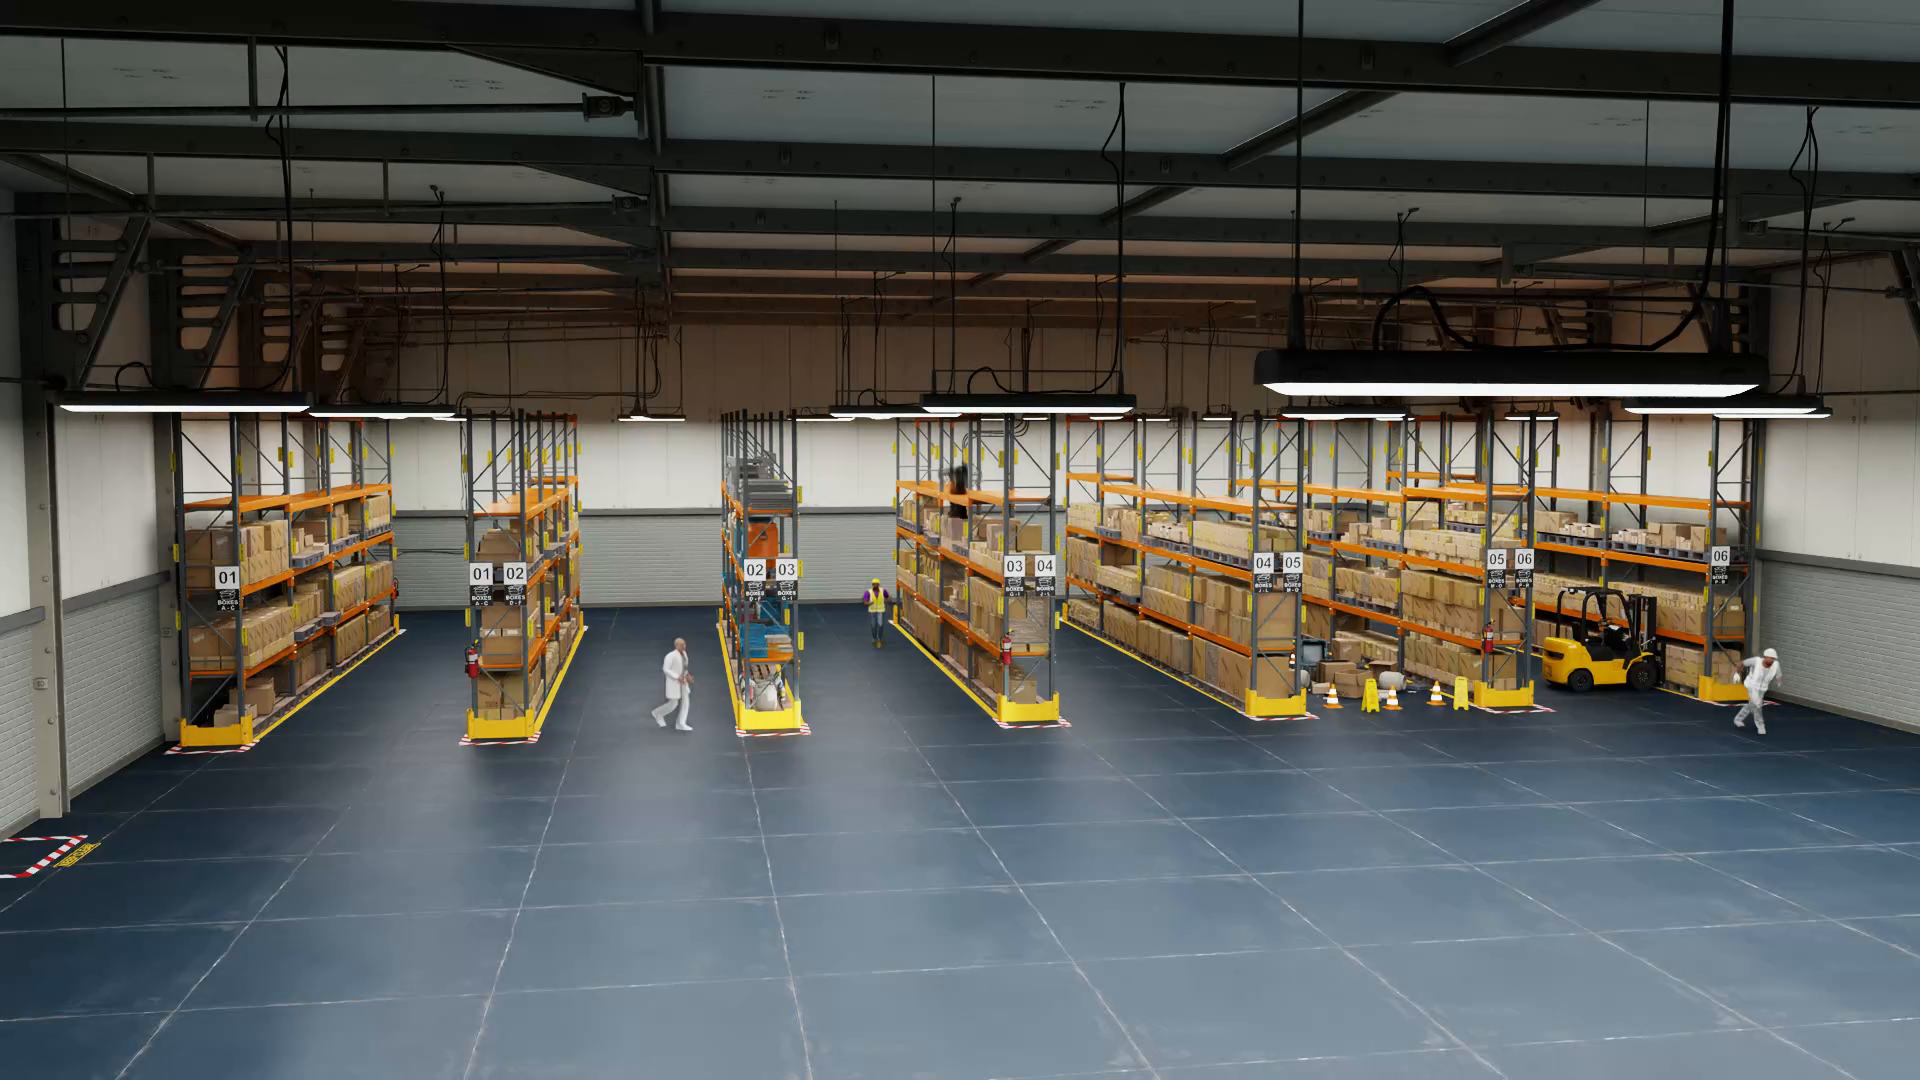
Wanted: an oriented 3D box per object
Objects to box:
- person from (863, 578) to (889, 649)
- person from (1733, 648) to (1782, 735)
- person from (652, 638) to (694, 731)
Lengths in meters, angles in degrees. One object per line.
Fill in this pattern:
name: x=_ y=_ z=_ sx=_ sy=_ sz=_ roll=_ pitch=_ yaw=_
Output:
person: x=-2.141 y=1.878 z=42.586 sx=0.665 sy=1.810 sz=0.829 roll=0 pitch=4 yaw=-1
person: x=14.746 y=2.754 z=30.776 sx=0.704 sy=1.590 sz=1.123 roll=0 pitch=4 yaw=-5
person: x=-5.390 y=2.691 z=31.118 sx=0.878 sy=1.736 sz=0.705 roll=3 pitch=5 yaw=33
